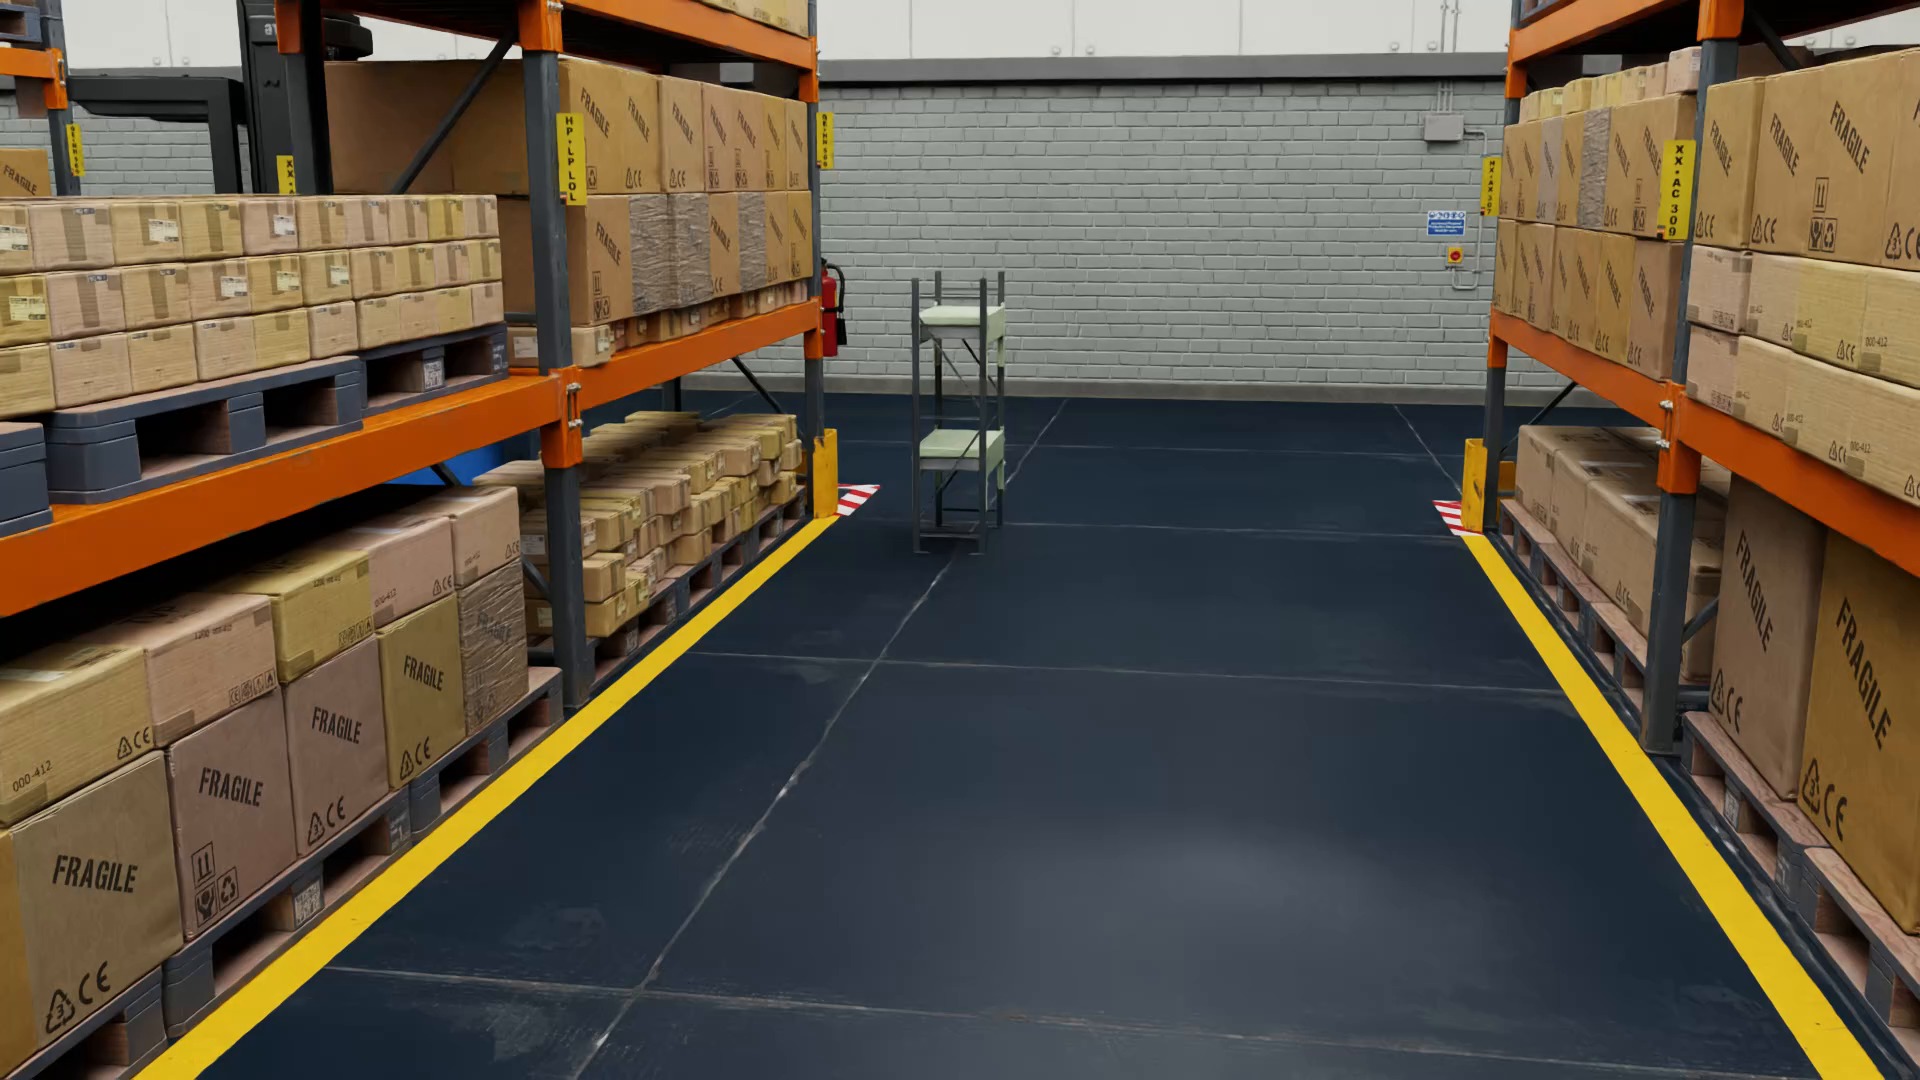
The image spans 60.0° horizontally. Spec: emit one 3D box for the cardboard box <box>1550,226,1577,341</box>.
[{"bbox_3d":[2.999,-1.168,7.556,0.500,0.500,0.500,2,12,11],"label":"cardboard box"}]

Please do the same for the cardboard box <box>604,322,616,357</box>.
[{"bbox_3d":[-1.625,-0.815,6.749,0.380,0.149,0.250,2,12,10],"label":"cardboard box"}]

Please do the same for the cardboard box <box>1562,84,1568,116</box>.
[{"bbox_3d":[3.021,-2.046,7.718,0.380,0.149,0.250,2,12,9],"label":"cardboard box"}]

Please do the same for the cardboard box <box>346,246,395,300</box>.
[{"bbox_3d":[-1.943,-0.808,5.016,0.380,0.149,0.250,1,12,7],"label":"cardboard box"}]

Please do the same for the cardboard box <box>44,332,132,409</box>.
[{"bbox_3d":[-2.144,-0.393,3.796,0.380,0.149,0.250,2,12,11],"label":"cardboard box"}]

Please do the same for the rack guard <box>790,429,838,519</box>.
[{"bbox_3d":[-1.355,-0.428,10.291,1.175,0.500,0.348,2,12,9],"label":"rack guard"}]

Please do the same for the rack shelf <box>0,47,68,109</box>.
[{"bbox_3d":[-6.536,-2.546,8.772,1.077,0.370,4.000,2,12,9],"label":"rack shelf"}]

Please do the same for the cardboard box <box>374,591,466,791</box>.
[{"bbox_3d":[-1.903,0.453,5.208,0.500,0.500,0.500,2,12,7],"label":"cardboard box"}]

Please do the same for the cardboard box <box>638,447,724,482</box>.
[{"bbox_3d":[-1.423,-0.380,8.495,0.380,0.149,0.250,1,12,7],"label":"cardboard box"}]

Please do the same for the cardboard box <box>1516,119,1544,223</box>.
[{"bbox_3d":[3.136,-1.865,8.418,0.500,0.500,0.500,2,12,7],"label":"cardboard box"}]

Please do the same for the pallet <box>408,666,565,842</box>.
[{"bbox_3d":[-2.077,0.692,5.779,1.003,0.211,1.213,2,12,9],"label":"pallet"}]

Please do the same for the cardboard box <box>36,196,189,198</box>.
[{"bbox_3d":[-2.593,-0.976,5.087,0.380,0.149,0.250,2,12,8],"label":"cardboard box"}]

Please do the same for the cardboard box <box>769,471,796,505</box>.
[{"bbox_3d":[-1.158,-0.304,9.554,0.380,0.149,0.250,2,12,10],"label":"cardboard box"}]

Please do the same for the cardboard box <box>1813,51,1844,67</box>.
[{"bbox_3d":[3.277,-1.659,5.923,0.380,0.149,0.250,2,12,9],"label":"cardboard box"}]

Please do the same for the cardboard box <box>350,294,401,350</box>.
[{"bbox_3d":[-1.942,-0.668,5.073,0.380,0.149,0.250,1,12,6],"label":"cardboard box"}]

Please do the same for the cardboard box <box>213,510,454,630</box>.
[{"bbox_3d":[-1.915,0.087,5.126,0.500,0.250,0.500,2,12,11],"label":"cardboard box"}]

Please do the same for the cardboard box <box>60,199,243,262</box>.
[{"bbox_3d":[-2.068,-0.789,4.221,0.380,0.149,0.250,2,12,8],"label":"cardboard box"}]

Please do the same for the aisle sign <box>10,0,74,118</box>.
[{"bbox_3d":[-5.921,-3.123,10.695,0.394,0.787,0.004,2,12,9],"label":"aisle sign"}]

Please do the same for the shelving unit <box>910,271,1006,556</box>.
[{"bbox_3d":[-0.001,-0.732,9.329,0.431,1.500,0.755,2,12,9],"label":"shelving unit"}]

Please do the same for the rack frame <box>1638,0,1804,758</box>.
[{"bbox_3d":[2.948,-0.693,5.591,1.000,3.000,0.127,2,12,9],"label":"rack frame"}]

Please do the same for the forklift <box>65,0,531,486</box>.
[{"bbox_3d":[-3.923,-1.349,8.794,3.031,2.935,1.130,-1,12,-6],"label":"forklift"}]

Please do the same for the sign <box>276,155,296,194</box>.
[{"bbox_3d":[-2.496,-1.272,6.220,0.100,0.325,0.005,2,12,9],"label":"sign"}]

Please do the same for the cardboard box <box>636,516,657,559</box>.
[{"bbox_3d":[-1.590,-0.019,7.523,0.380,0.149,0.250,1,12,6],"label":"cardboard box"}]

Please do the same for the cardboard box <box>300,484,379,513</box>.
[{"bbox_3d":[-2.333,-0.037,5.704,0.500,0.250,0.500,1,12,6],"label":"cardboard box"}]

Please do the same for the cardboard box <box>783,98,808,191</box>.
[{"bbox_3d":[-1.168,-2.245,9.475,0.500,0.500,0.500,2,12,7],"label":"cardboard box"}]

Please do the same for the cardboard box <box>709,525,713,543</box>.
[{"bbox_3d":[-1.461,-0.038,8.322,0.380,0.149,0.250,2,12,10],"label":"cardboard box"}]

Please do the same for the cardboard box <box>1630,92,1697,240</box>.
[{"bbox_3d":[2.748,-1.338,5.972,0.500,0.500,0.500,2,12,8],"label":"cardboard box"}]

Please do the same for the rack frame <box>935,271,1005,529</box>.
[{"bbox_3d":[0.055,-0.808,9.682,0.400,1.500,0.023,2,12,9],"label":"rack frame"}]

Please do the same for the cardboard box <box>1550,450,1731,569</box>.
[{"bbox_3d":[3.428,-0.147,8.142,0.875,0.438,0.875,2,12,10],"label":"cardboard box"}]

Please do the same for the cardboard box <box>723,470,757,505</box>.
[{"bbox_3d":[-1.288,-0.287,8.769,0.380,0.149,0.250,2,12,9],"label":"cardboard box"}]

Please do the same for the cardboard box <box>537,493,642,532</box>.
[{"bbox_3d":[-1.610,-0.110,7.241,0.380,0.149,0.250,2,12,8],"label":"cardboard box"}]

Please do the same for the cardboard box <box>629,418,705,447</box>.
[{"bbox_3d":[-1.683,-0.609,9.555,0.380,0.149,0.250,2,12,10],"label":"cardboard box"}]

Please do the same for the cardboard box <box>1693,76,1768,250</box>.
[{"bbox_3d":[2.597,-1.149,5.093,0.500,0.500,0.500,2,12,9],"label":"cardboard box"}]

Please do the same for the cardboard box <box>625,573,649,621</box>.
[{"bbox_3d":[-1.544,0.235,7.054,0.380,0.149,0.250,2,12,10],"label":"cardboard box"}]

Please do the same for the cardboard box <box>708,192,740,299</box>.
[{"bbox_3d":[-1.398,-1.441,8.119,0.500,0.500,0.500,3,12,11],"label":"cardboard box"}]

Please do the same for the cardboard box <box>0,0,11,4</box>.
[{"bbox_3d":[-6.256,-3.507,10.053,0.700,0.500,0.500,1,12,5],"label":"cardboard box"}]

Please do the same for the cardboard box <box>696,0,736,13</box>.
[{"bbox_3d":[-1.375,-2.635,7.834,0.500,0.250,0.500,2,12,11],"label":"cardboard box"}]

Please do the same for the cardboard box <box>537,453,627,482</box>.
[{"bbox_3d":[-1.887,-0.340,8.308,0.380,0.149,0.250,2,12,9],"label":"cardboard box"}]

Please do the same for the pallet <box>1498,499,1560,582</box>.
[{"bbox_3d":[3.518,0.006,8.964,1.003,0.211,1.213,2,12,9],"label":"pallet"}]

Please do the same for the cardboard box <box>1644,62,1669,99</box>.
[{"bbox_3d":[2.898,-1.779,6.477,0.380,0.149,0.250,2,12,8],"label":"cardboard box"}]

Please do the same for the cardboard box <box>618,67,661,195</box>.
[{"bbox_3d":[-1.584,-1.710,6.992,0.500,0.500,0.500,2,12,7],"label":"cardboard box"}]

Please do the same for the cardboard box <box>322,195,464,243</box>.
[{"bbox_3d":[-1.868,-1.060,5.480,0.380,0.149,0.250,2,12,7],"label":"cardboard box"}]

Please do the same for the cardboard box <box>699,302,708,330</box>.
[{"bbox_3d":[-1.442,-1.091,8.034,0.380,0.149,0.250,2,12,11],"label":"cardboard box"}]

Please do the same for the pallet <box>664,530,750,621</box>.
[{"bbox_3d":[-1.705,0.135,8.367,1.003,0.211,1.213,2,12,9],"label":"pallet"}]

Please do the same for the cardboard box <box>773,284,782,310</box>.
[{"bbox_3d":[-1.213,-1.362,9.291,0.380,0.149,0.250,2,12,8],"label":"cardboard box"}]

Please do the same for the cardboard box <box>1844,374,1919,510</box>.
[{"bbox_3d":[2.361,-0.219,3.747,0.500,0.250,0.500,2,12,8],"label":"cardboard box"}]

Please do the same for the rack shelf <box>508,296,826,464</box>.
[{"bbox_3d":[-1.651,-0.897,8.245,1.077,0.370,4.000,2,12,9],"label":"rack shelf"}]

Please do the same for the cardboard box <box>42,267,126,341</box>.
[{"bbox_3d":[-2.146,-0.539,3.766,0.380,0.149,0.250,2,12,9],"label":"cardboard box"}]

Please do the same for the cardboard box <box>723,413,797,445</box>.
[{"bbox_3d":[-1.174,-0.649,9.745,0.380,0.149,0.250,2,12,9],"label":"cardboard box"}]
